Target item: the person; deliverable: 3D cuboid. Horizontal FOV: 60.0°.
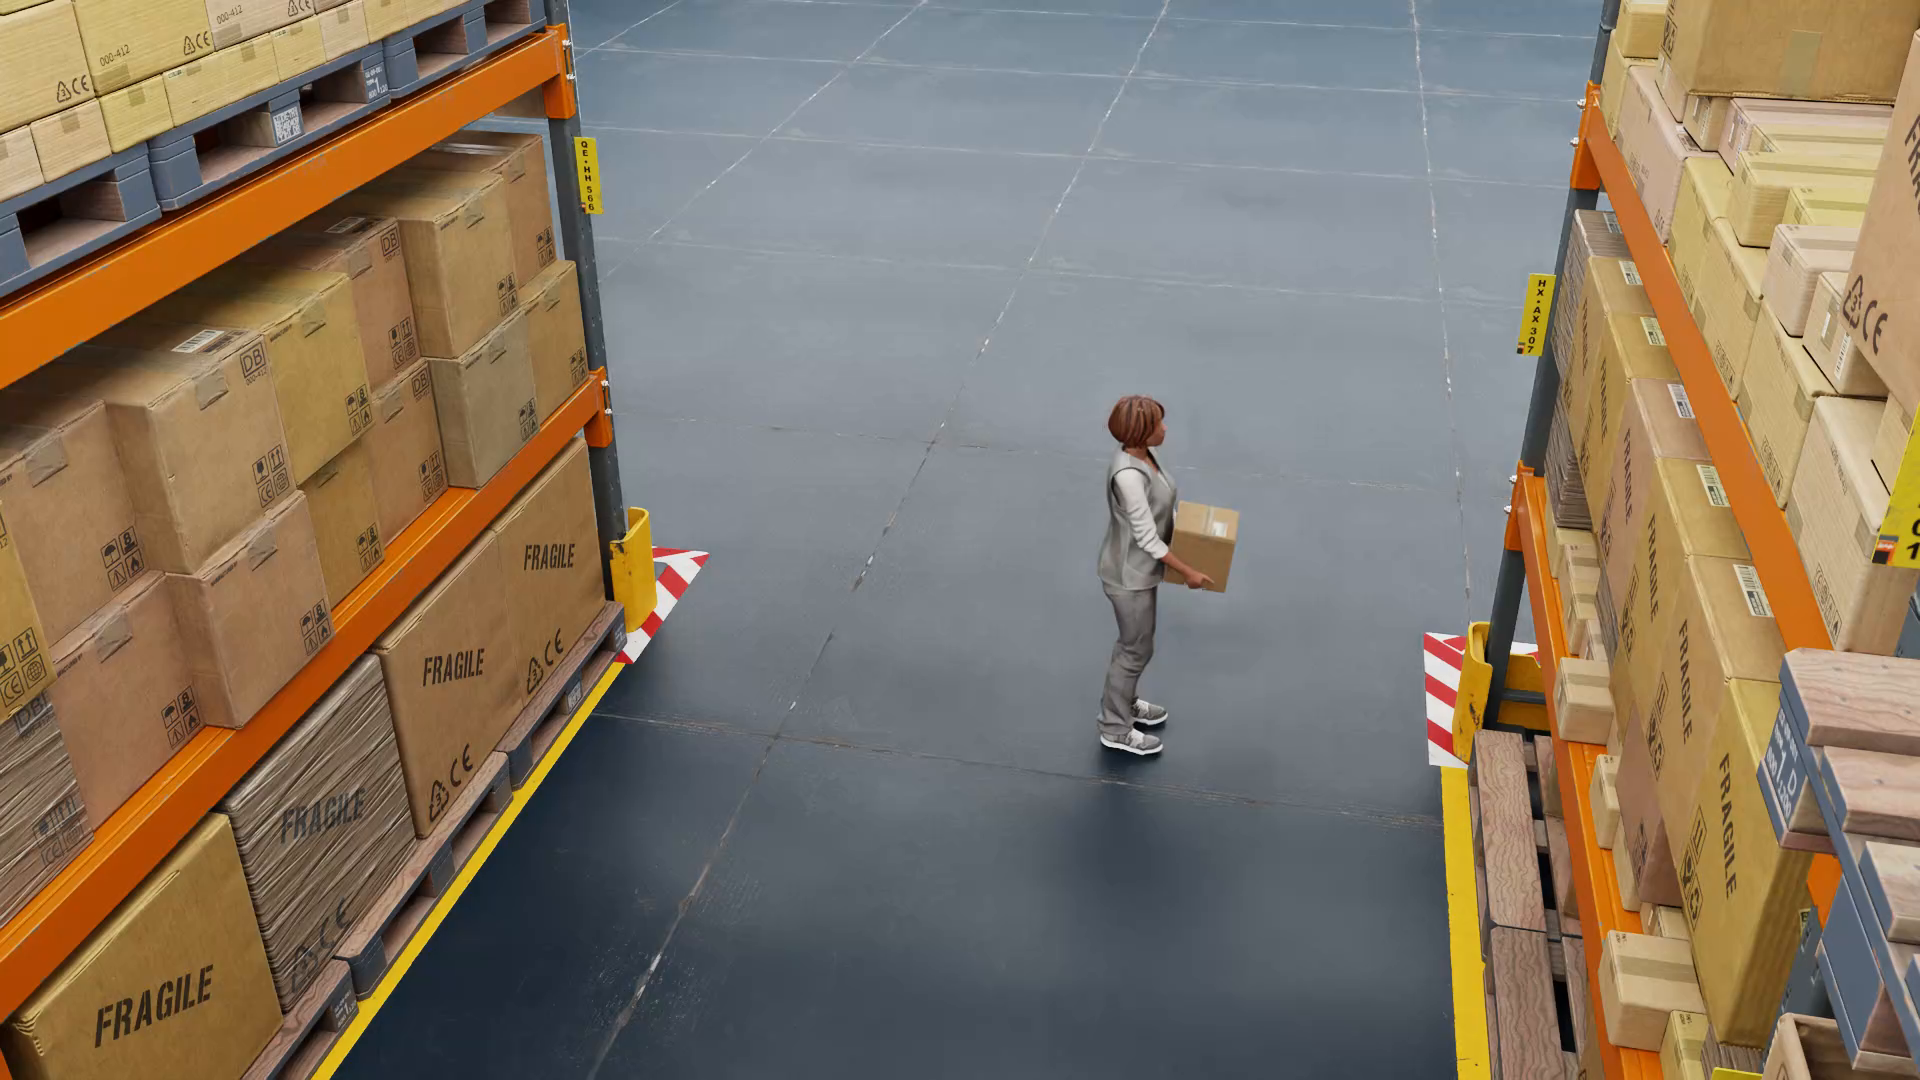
[{"bbox_3d":[0.810,0.144,6.876,0.489,1.596,0.425,6,30,10],"label":"person"}]
